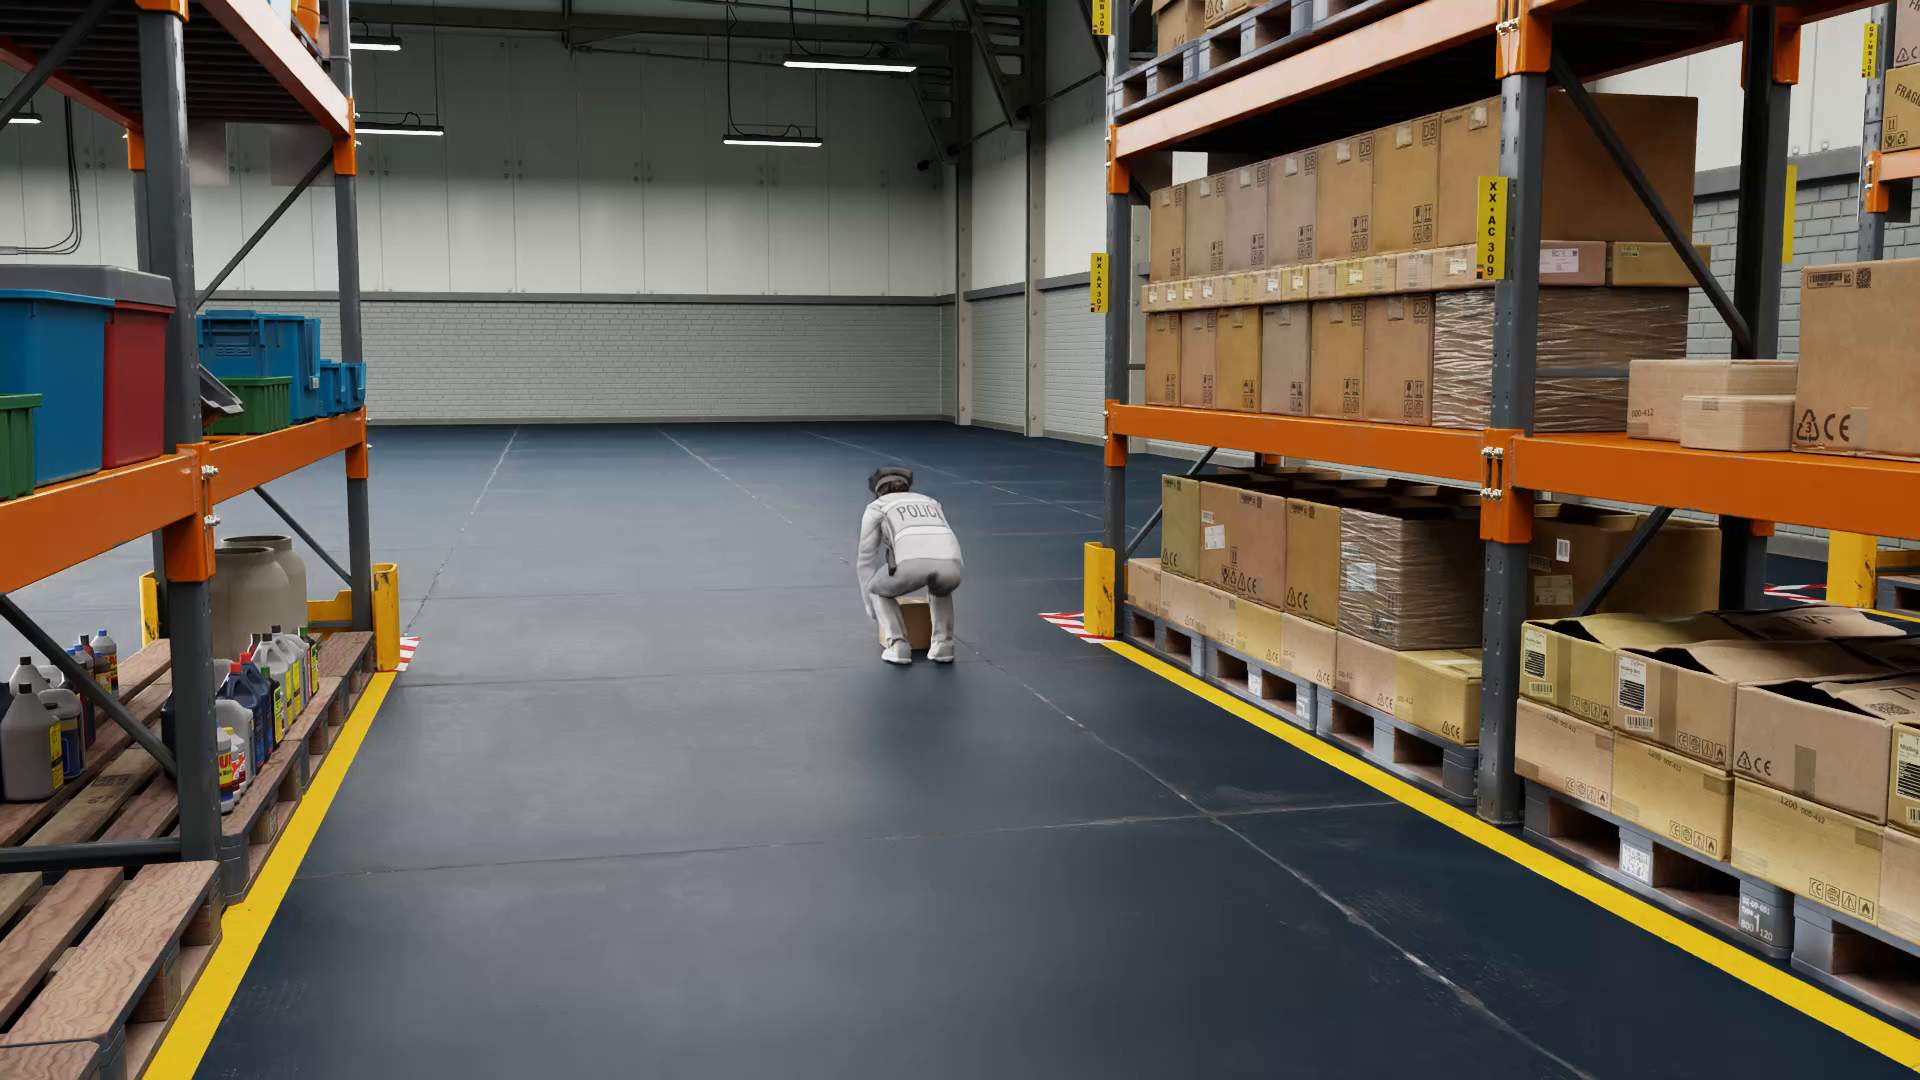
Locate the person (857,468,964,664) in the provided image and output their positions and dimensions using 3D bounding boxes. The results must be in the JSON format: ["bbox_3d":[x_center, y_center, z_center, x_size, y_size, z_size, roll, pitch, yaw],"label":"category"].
[{"bbox_3d":[-0.269,0.128,8.664,0.489,0.984,0.845,-2,6,-14],"label":"person"}]
